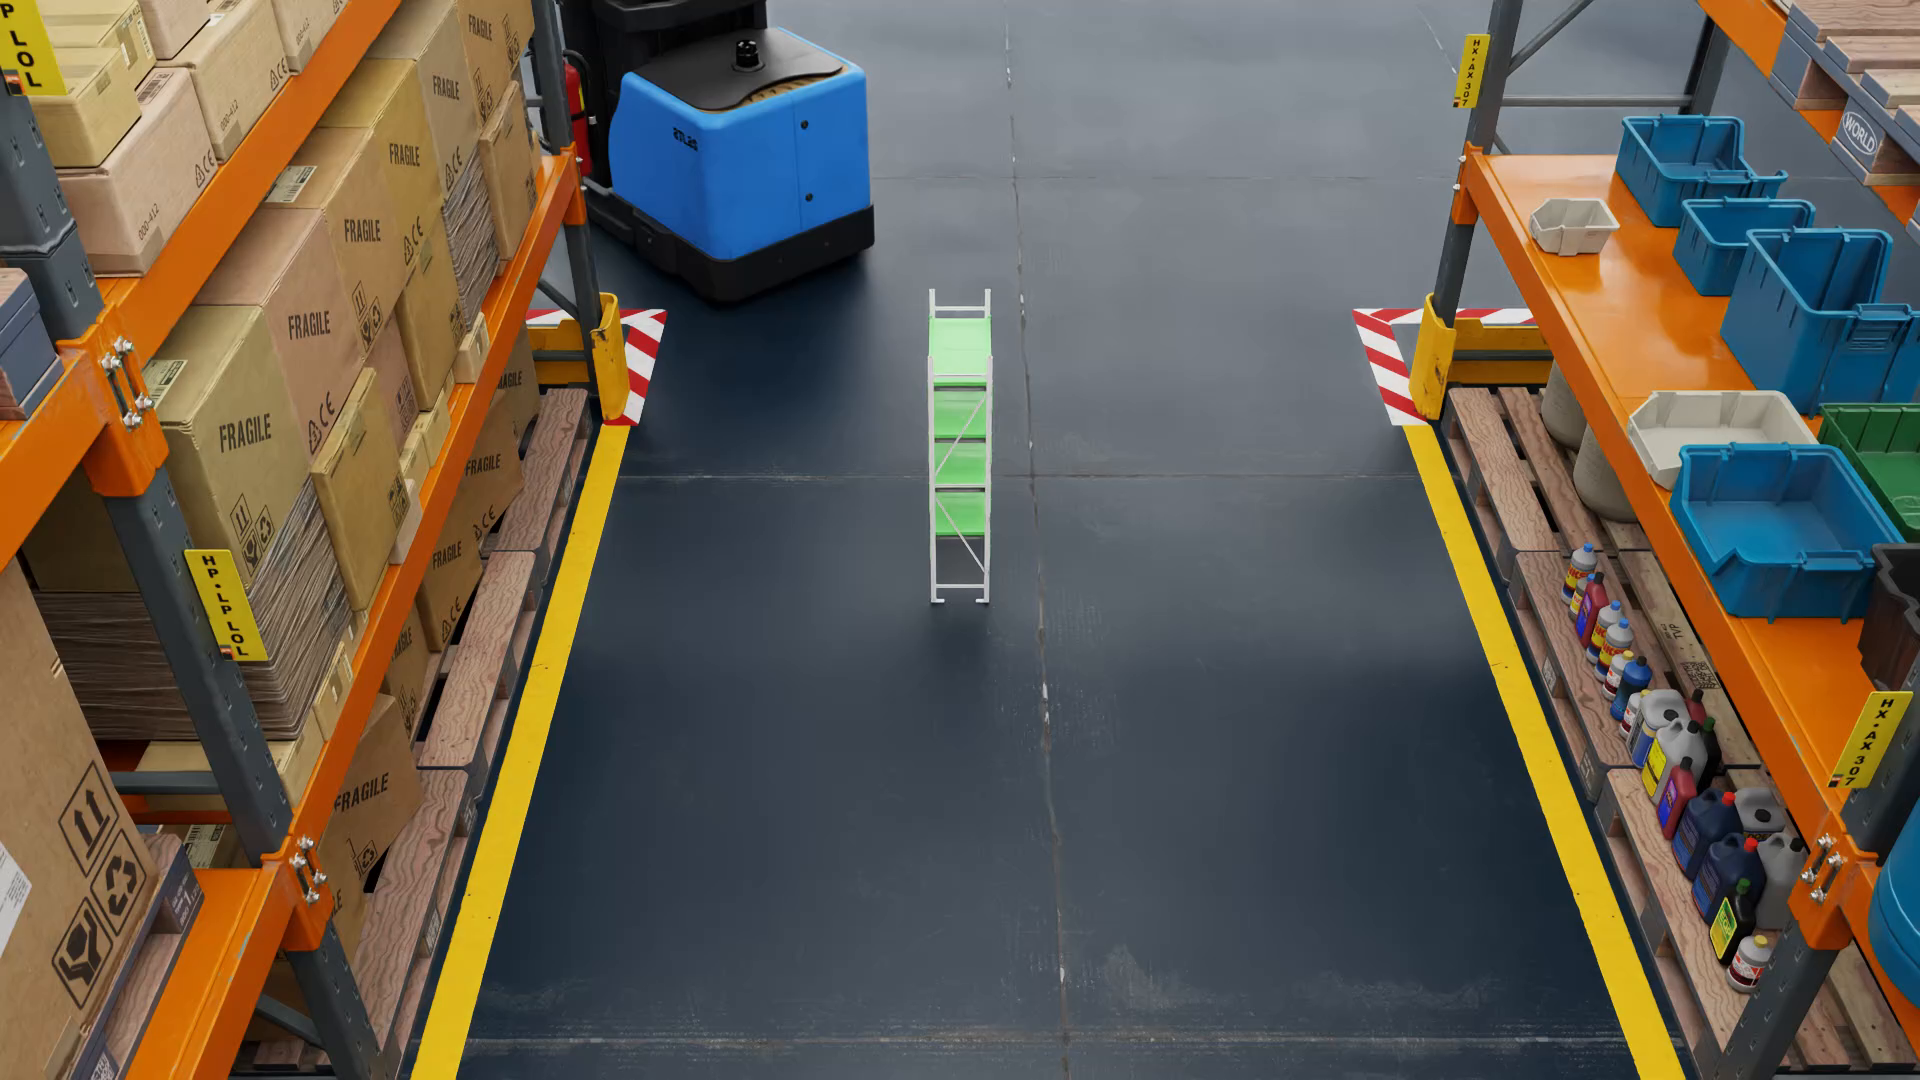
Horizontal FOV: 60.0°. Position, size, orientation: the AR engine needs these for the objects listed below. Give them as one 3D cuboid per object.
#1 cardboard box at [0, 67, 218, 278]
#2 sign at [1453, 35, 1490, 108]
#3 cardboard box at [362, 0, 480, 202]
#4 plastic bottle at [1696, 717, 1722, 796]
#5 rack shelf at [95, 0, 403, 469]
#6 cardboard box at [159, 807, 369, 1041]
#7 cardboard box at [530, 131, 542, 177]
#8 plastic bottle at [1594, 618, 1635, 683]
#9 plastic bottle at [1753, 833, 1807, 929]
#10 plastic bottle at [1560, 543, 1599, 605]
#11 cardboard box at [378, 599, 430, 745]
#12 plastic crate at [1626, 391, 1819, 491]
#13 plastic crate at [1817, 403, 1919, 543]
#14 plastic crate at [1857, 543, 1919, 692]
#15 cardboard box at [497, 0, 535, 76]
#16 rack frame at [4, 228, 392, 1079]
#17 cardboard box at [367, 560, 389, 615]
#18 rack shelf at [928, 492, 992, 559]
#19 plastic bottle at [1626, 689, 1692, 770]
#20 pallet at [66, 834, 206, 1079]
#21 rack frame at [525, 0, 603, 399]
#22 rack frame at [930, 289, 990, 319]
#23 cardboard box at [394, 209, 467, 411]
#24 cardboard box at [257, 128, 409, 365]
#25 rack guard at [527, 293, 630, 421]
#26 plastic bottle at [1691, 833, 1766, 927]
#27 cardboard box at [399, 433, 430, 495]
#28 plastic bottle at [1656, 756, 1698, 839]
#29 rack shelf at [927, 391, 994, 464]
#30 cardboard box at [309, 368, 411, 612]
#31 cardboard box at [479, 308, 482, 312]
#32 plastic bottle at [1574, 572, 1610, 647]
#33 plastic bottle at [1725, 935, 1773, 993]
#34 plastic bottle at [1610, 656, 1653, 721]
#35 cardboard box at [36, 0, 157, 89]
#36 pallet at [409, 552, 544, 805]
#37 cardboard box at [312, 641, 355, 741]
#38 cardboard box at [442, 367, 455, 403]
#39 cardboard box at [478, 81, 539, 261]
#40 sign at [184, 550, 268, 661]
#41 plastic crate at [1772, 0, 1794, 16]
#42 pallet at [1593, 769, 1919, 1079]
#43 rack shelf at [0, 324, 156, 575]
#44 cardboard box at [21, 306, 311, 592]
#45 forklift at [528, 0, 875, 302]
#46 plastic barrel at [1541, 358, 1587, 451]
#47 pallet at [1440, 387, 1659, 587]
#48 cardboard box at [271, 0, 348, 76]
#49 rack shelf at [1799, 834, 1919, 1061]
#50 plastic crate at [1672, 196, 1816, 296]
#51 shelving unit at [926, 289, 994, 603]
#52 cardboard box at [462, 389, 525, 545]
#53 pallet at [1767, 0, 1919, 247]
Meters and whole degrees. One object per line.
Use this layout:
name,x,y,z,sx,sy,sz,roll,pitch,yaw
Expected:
cardboard box,-1.947,-0.789,3.558,0.500,0.250,0.500,-1,39,-2
sign,2.195,-2.011,7.140,0.100,0.325,0.005,0,39,0
cardboard box,-1.955,-1.473,5.572,0.500,0.500,0.500,0,39,0
plastic bottle,2.563,0.748,5.738,0.061,0.283,0.133,0,39,0
rack shelf,-2.205,-1.536,4.945,1.077,0.370,4.000,0,39,0
cardboard box,-2.163,1.166,5.060,0.500,0.500,0.500,-1,39,-1
cardboard box,-2.001,-1.621,7.075,0.380,0.149,0.250,0,39,0
plastic bottle,2.436,0.403,6.178,0.097,0.271,0.097,0,39,0
plastic bottle,2.605,1.060,5.295,0.144,0.351,0.185,0,39,0
plastic bottle,2.436,0.126,6.524,0.097,0.271,0.097,0,39,0
cardboard box,-2.251,0.419,5.991,0.500,0.500,0.500,-3,39,-4
plastic crate,2.495,-0.312,5.451,0.530,0.136,0.437,0,39,0
plastic crate,3.031,-0.166,5.228,0.450,0.188,0.662,0,39,0
plastic crate,2.877,0.297,4.530,0.767,0.338,0.504,0,39,0
cardboard box,-1.960,-2.099,6.353,0.500,0.500,0.500,0,39,0
rack frame,-2.203,0.604,4.097,1.000,3.000,0.127,0,39,0
cardboard box,-1.927,0.099,4.929,0.380,0.149,0.250,0,39,0
rack shelf,0.000,-0.128,6.936,0.258,0.148,0.480,0,39,0
plastic bottle,2.464,0.666,5.847,0.152,0.276,0.135,1,39,1
pallet,-2.348,1.157,3.561,1.003,0.211,1.213,0,39,0
rack frame,-2.208,-1.897,7.219,1.000,3.000,0.127,0,39,0
rack frame,0.000,-0.517,6.936,0.240,1.200,0.015,0,39,0
cardboard box,-2.168,-0.770,5.495,0.875,0.500,0.500,0,39,0
cardboard box,-1.951,-0.848,4.792,0.500,0.500,0.500,0,39,0
rack guard,-2.207,-0.874,7.941,1.175,0.500,0.348,0,39,0
plastic bottle,2.461,1.060,5.295,0.144,0.351,0.185,-1,39,-1
cardboard box,-1.928,-0.214,5.319,0.380,0.149,0.250,0,39,0
plastic bottle,2.419,0.865,5.593,0.061,0.283,0.133,2,39,3
rack shelf,0.000,-0.502,6.635,0.258,0.148,0.480,0,39,0
cardboard box,-2.107,-0.145,4.714,0.875,0.500,0.500,0,39,0
cardboard box,-1.983,-0.839,6.100,0.380,0.149,0.250,0,39,0
plastic bottle,2.418,0.263,6.343,0.061,0.283,0.133,1,39,1
plastic bottle,2.438,1.294,5.122,0.097,0.201,0.097,0,39,0
plastic bottle,2.437,0.530,6.020,0.097,0.271,0.097,0,39,0
cardboard box,-1.964,-1.033,3.543,0.380,0.149,0.250,-2,39,-2
pallet,-2.243,0.508,6.448,1.003,0.211,1.213,0,39,0
cardboard box,-1.890,0.411,4.539,0.380,0.149,0.250,0,39,0
cardboard box,-1.963,-0.527,5.710,0.380,0.149,0.250,0,39,0
cardboard box,-2.114,-1.396,6.275,0.875,0.500,0.500,0,39,0
sign,-1.648,0.150,3.739,0.100,0.325,0.005,0,39,0
plastic crate,2.344,-1.470,4.498,0.243,0.136,0.396,0,39,0
pallet,2.791,1.269,5.498,1.003,0.211,1.213,0,39,0
rack shelf,-2.201,0.965,1.824,1.077,0.370,4.000,0,39,0
cardboard box,-1.949,-0.223,4.012,0.500,0.500,0.500,0,39,0
forklift,-1.811,-3.237,8.946,1.130,2.935,3.031,-28,47,-30
plastic barrel,2.823,-0.682,7.356,0.421,0.512,0.421,0,39,0
pallet,2.788,-0.257,7.402,1.003,0.211,1.213,0,39,0
cardboard box,-1.943,-1.431,4.358,0.500,0.250,0.500,-1,39,-2
rack shelf,2.752,2.132,2.766,1.077,0.370,4.000,0,39,0
plastic crate,3.040,-1.124,6.373,0.499,0.251,0.408,0,39,0
shelving unit,0.000,-0.365,6.746,0.258,1.200,0.503,0,39,0
cardboard box,-2.189,-0.321,6.915,0.500,0.500,0.500,10,40,12
pallet,2.652,-0.947,3.786,1.213,0.211,1.003,0,39,0
